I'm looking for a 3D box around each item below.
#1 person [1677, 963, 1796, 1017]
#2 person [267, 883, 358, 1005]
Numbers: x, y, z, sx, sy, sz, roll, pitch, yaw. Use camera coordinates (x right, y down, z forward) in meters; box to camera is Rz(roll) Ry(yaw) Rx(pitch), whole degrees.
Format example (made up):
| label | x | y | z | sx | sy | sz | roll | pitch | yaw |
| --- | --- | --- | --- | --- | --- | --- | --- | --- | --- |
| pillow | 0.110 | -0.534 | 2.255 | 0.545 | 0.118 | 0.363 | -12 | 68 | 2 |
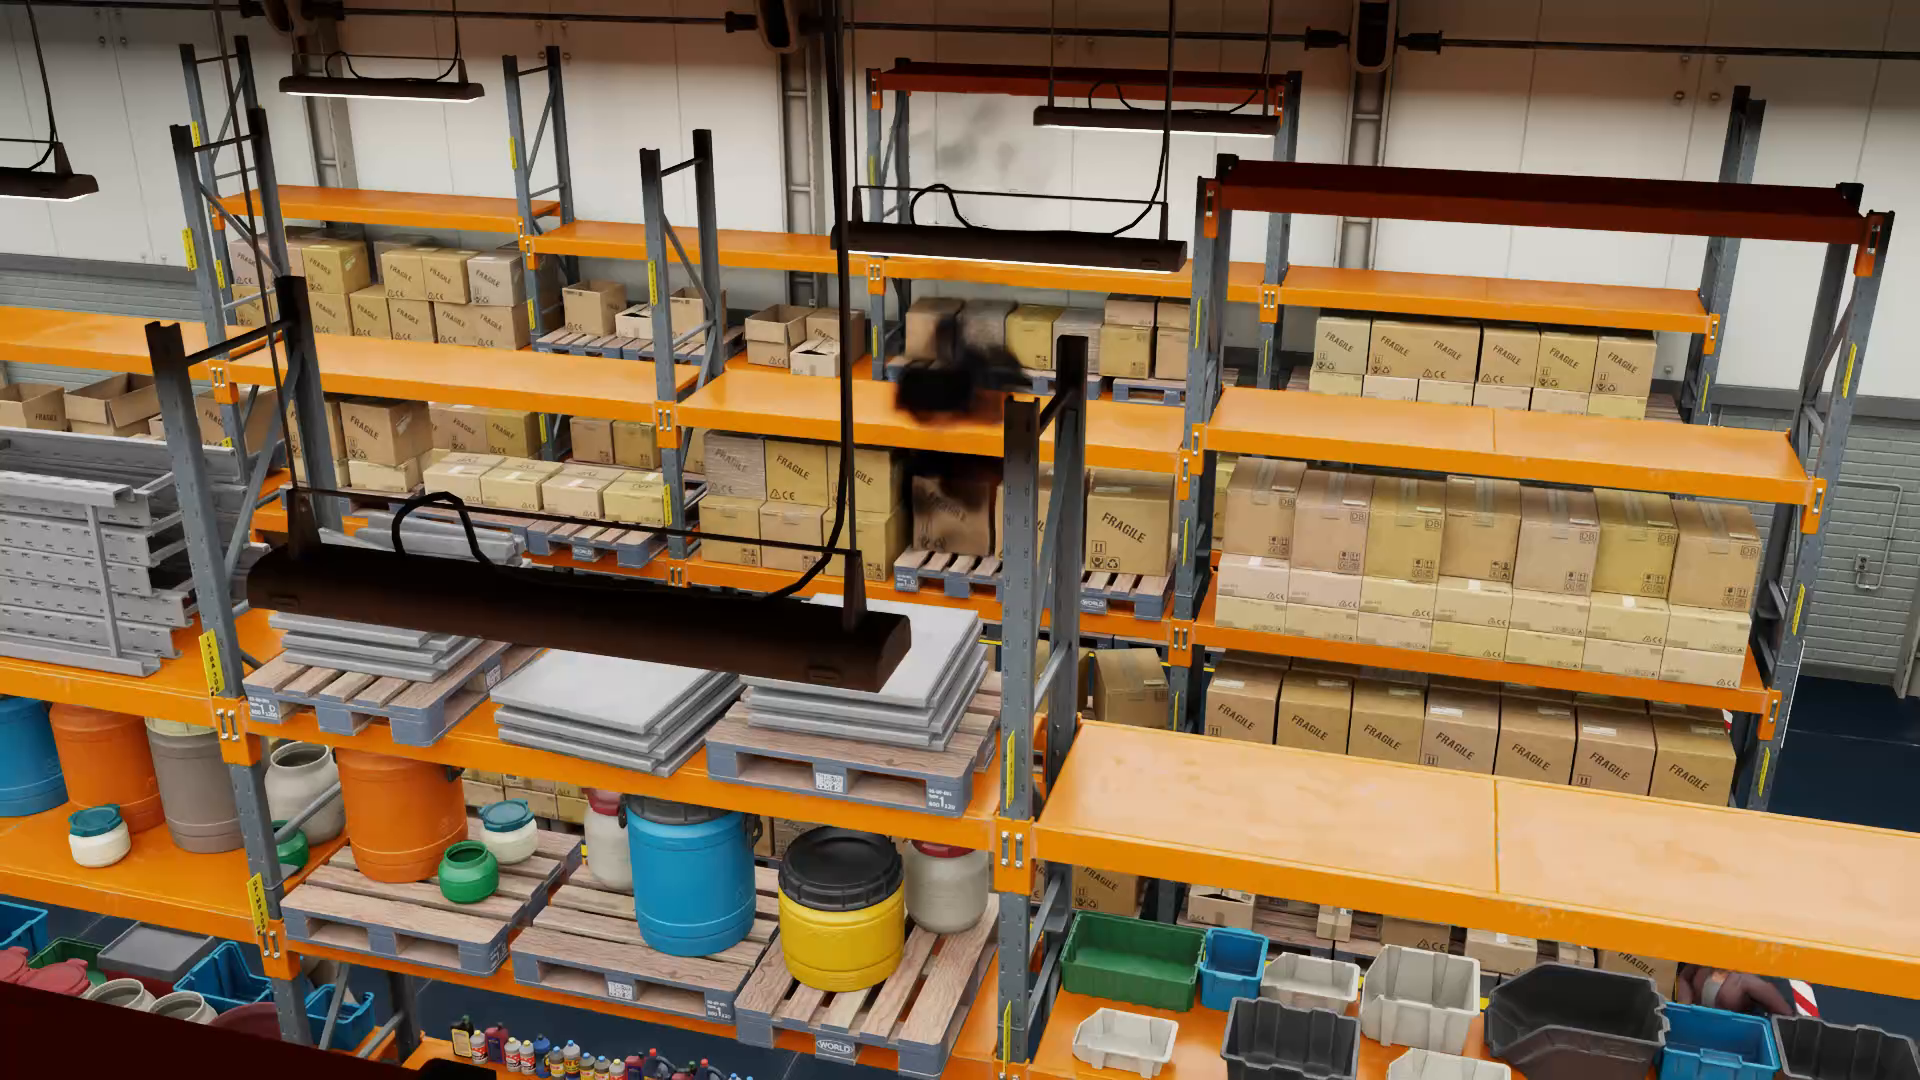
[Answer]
| label | x | y | z | sx | sy | sz | roll | pitch | yaw |
| --- | --- | --- | --- | --- | --- | --- | --- | --- | --- |
| person | 4.937 | 3.281 | 10.676 | 0.755 | 1.785 | 0.773 | -4 | 23 | -9 |
| person | -4.560 | 2.877 | 11.603 | 0.762 | 1.787 | 0.642 | 6 | 23 | 14 |
